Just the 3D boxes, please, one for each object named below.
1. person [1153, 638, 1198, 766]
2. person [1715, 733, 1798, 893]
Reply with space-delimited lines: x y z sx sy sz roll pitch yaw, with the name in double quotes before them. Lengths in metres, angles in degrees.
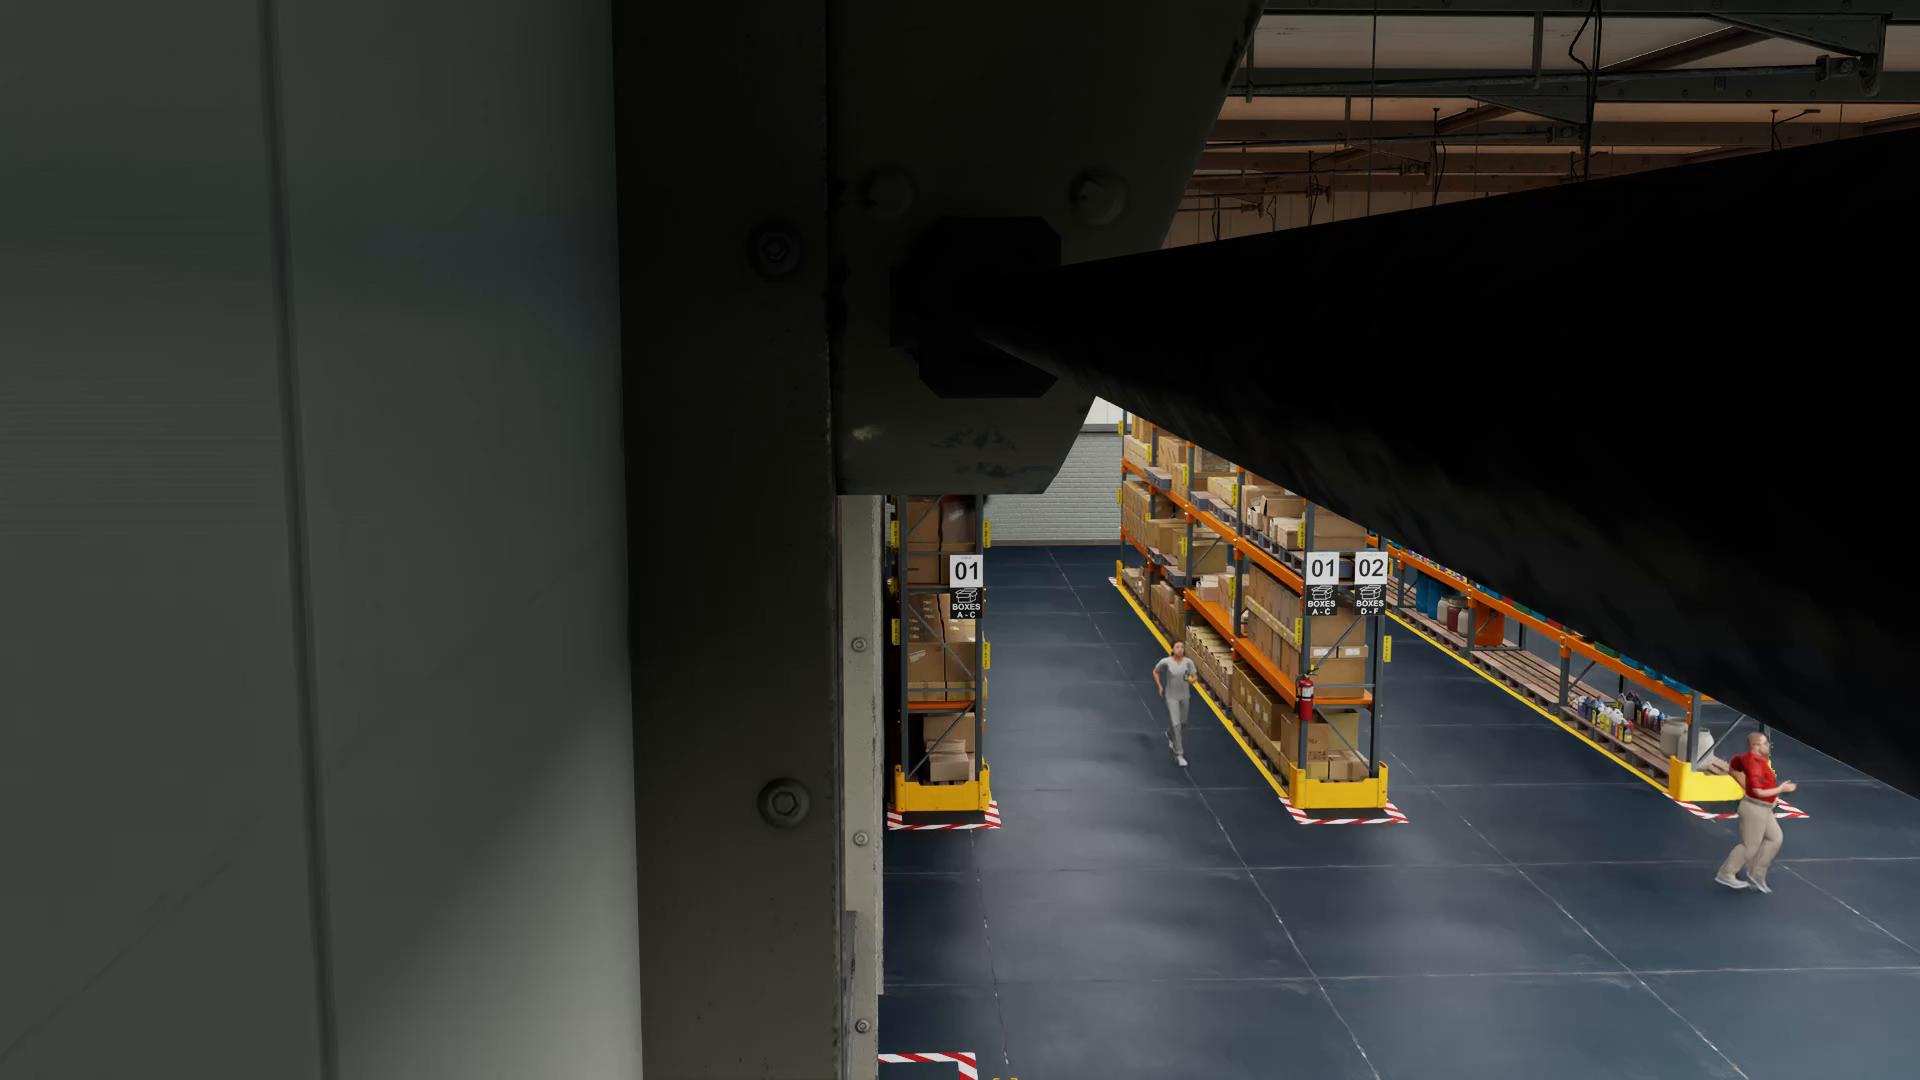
"person" 2.946 2.154 22.651 0.553 1.655 0.969 -2 9 -13
"person" 8.442 2.915 17.605 0.723 1.788 0.639 4 9 25
